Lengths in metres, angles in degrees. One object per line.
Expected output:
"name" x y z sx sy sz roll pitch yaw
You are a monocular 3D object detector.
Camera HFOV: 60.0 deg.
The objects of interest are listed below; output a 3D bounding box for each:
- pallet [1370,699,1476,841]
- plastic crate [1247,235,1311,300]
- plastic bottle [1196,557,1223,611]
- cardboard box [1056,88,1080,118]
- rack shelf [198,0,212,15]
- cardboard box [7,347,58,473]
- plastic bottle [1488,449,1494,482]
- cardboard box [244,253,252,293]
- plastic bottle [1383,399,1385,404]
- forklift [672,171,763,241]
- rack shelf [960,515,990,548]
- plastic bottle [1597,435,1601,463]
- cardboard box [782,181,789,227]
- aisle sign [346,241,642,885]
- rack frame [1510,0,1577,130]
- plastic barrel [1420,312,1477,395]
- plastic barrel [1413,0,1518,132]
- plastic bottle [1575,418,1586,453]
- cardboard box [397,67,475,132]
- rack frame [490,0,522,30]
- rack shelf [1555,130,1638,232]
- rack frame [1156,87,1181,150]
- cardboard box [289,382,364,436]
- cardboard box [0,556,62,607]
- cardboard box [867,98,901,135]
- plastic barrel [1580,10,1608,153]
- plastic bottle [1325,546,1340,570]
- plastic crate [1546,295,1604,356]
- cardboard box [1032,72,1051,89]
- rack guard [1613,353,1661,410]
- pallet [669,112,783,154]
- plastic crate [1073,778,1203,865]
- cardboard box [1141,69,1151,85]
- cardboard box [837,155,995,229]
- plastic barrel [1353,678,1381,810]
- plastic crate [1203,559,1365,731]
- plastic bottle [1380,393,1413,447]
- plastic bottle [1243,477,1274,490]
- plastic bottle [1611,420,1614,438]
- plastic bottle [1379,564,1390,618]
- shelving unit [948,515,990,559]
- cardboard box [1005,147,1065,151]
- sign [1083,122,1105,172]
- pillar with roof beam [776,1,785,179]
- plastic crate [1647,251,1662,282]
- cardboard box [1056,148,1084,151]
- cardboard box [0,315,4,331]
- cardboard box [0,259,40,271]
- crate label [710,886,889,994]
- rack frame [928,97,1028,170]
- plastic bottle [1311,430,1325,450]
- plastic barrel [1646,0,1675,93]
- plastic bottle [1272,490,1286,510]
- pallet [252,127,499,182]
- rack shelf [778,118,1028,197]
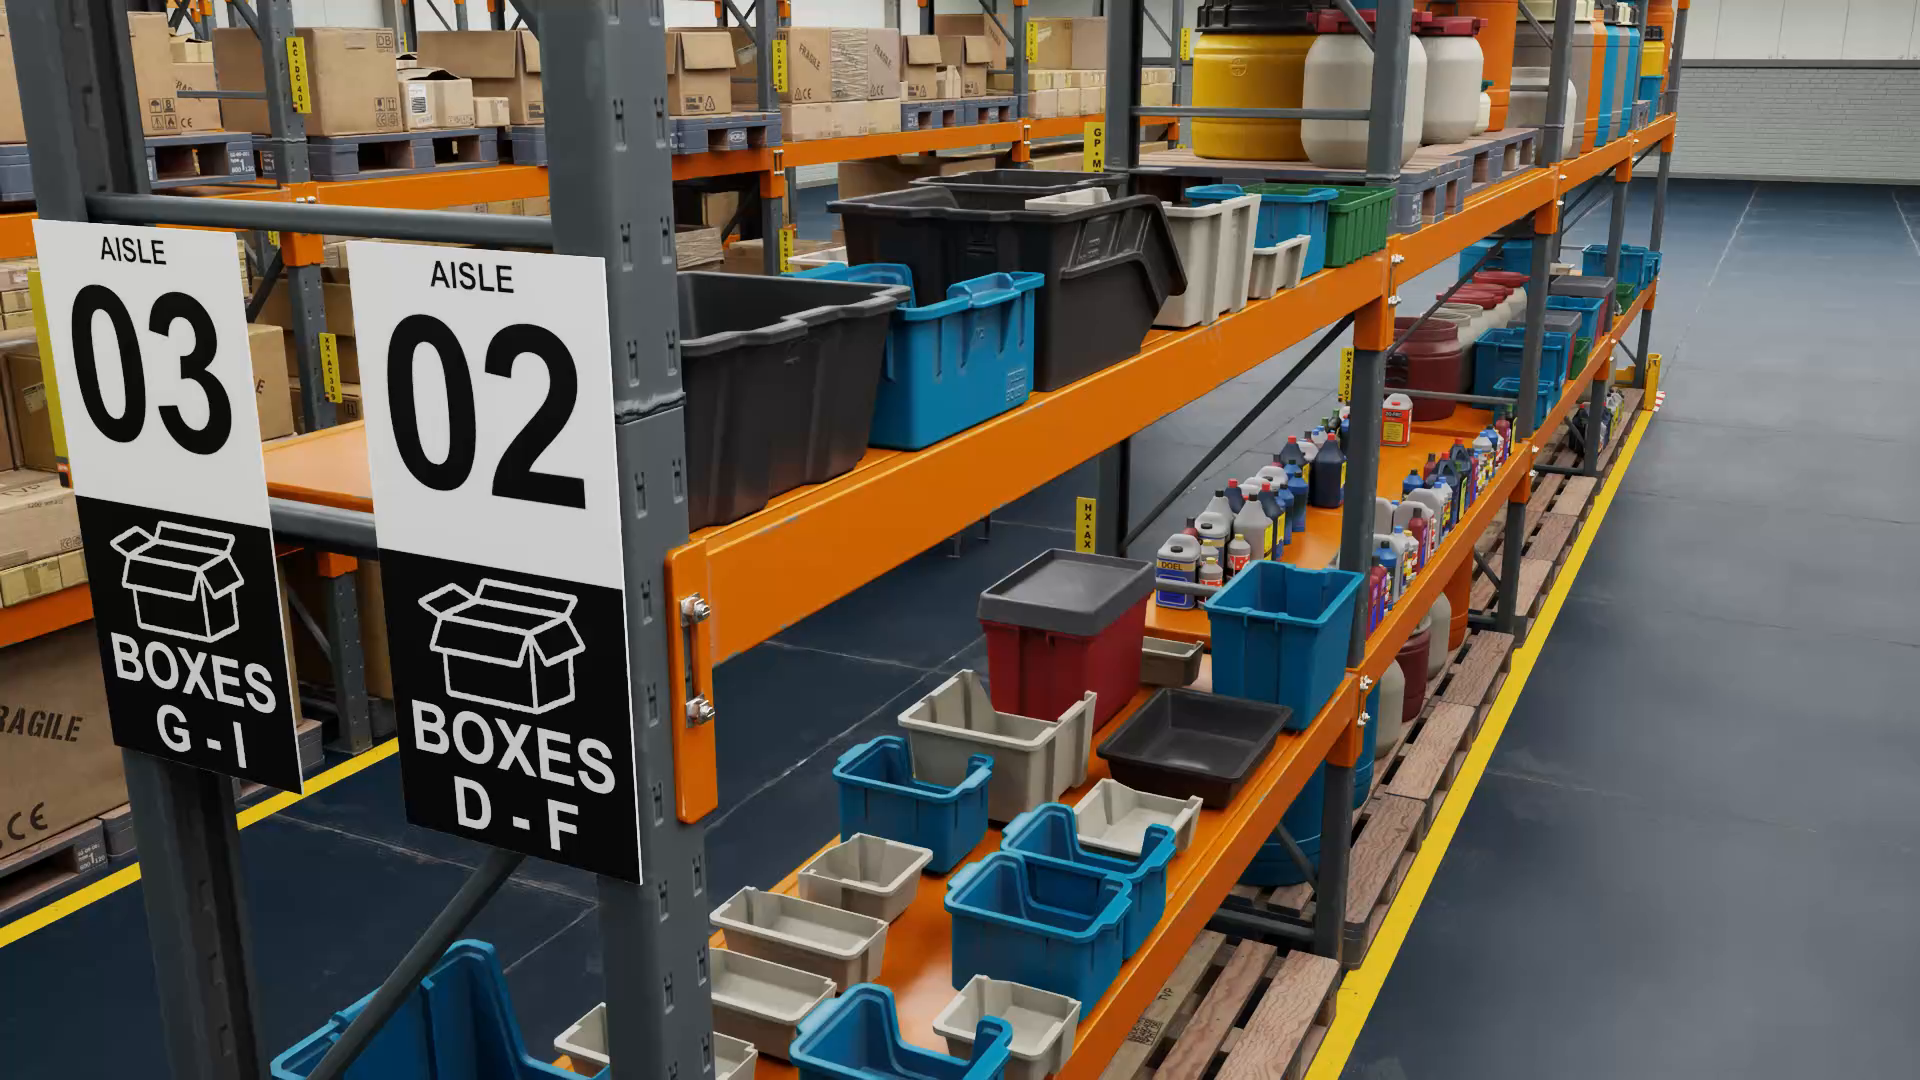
"pallet" 1.901 1.038 8.157 1.003 0.211 1.213 8 18 25
"plastic crate" 0.747 -0.734 4.423 0.293 0.136 0.466 8 18 25
"plastic bottle" 0.981 0.170 6.533 0.097 0.201 0.097 0 17 0
"cardboard box" 0.780 -4.046 15.375 0.500 0.250 0.500 8 18 25
"rack shelf" -9.641 -5.554 16.883 1.077 0.370 4.000 8 18 25
"cardboard box" -3.650 -0.577 7.123 0.500 0.500 0.500 8 18 26
"plastic bottle" 2.661 -0.401 8.456 0.097 0.201 0.097 0 17 0
"cardboard box" -6.100 -2.298 14.316 0.500 0.500 0.500 8 18 25
"plastic bottle" 2.279 -0.685 9.282 0.152 0.276 0.135 8 18 25
"forklift" -2.230 -2.038 13.738 1.130 2.935 3.031 8 18 24
"rack shelf" -0.074 -0.280 11.787 0.431 0.518 0.480 8 18 25
"plastic bottle" 5.084 -0.761 13.338 0.097 0.271 0.097 0 17 0
"cardboard box" -2.612 -4.110 20.331 0.875 0.550 0.550 8 18 25
"aisle sign" -0.579 0.034 2.077 0.394 0.787 0.004 8 18 25
"rack frame" 2.762 -3.690 8.642 1.000 3.000 0.127 8 18 25
"plastic barrel" 3.030 -1.157 10.454 0.421 0.512 0.421 0 17 0
"plastic barrel" 2.506 -2.515 8.463 0.600 0.830 0.708 8 18 25
"plastic bottle" 5.108 -0.866 13.671 0.061 0.283 0.133 8 18 25
"cardboard box" -2.886 -2.290 8.616 0.500 0.311 0.500 7 18 23
"rack frame" -4.274 -5.996 16.406 1.000 3.000 0.127 8 18 25
"rack shelf" 3.656 -2.416 10.887 1.077 0.370 4.000 8 18 25
"rack frame" 1.906 -3.482 18.479 1.000 3.000 0.127 8 18 25
"cardboard box" -3.027 -0.559 8.461 0.500 0.500 0.500 8 18 26
"cardboard box" -3.874 0.142 6.720 0.380 0.149 0.250 8 18 24
"cardboard box" -0.781 -3.160 12.391 0.500 0.250 0.500 9 19 27
"plastic barrel" 3.615 -2.806 10.181 0.600 0.830 0.708 8 18 25
"plastic bottle" 1.440 0.170 6.271 0.144 0.351 0.185 8 18 25
"plastic crate" 4.335 -1.505 11.850 0.392 0.384 0.575 8 18 25
"cardboard box" 0.597 -4.140 14.990 0.380 0.149 0.250 7 18 23
"rack guard" 6.345 -1.628 16.628 1.175 0.500 0.348 8 18 25
"pallet" -1.909 -2.621 10.643 1.213 0.211 1.003 9 19 28
"plastic crate" 0.465 0.784 4.473 0.293 0.136 0.466 8 18 25
"cardboard box" 1.724 -4.727 16.965 0.380 0.149 0.250 8 18 26
"cardboard box" -0.362 -2.767 14.282 1.000 1.000 1.000 8 18 26
"plastic barrel" 1.549 0.693 7.372 0.600 0.901 0.708 8 18 25
"plastic crate" 1.071 0.346 5.513 0.392 0.384 0.575 8 18 25
"plastic bottle" 2.415 -0.666 9.216 0.152 0.276 0.135 8 18 25
"plastic bottle" 1.310 -0.133 7.422 0.152 0.276 0.135 8 18 25
"plastic bottle" 5.513 -0.972 14.172 0.097 0.201 0.097 0 17 0
"plastic bottle" 1.615 0.195 6.447 0.097 0.201 0.097 0 17 0
"shelving unit" -0.074 -0.964 11.583 0.431 2.100 0.503 8 18 25
"cardboard box" 0.746 -3.664 16.638 0.500 0.500 0.500 8 18 25
"sign" 0.483 -1.308 5.875 0.100 0.325 0.005 8 18 25
"pillar with roof beam" -0.625 -12.224 37.374 9.100 9.000 0.400 8 18 25
"plastic crate" 6.381 -2.615 15.821 0.499 0.251 0.616 8 18 25
"cardboard box" 1.206 -3.599 16.418 0.500 0.500 0.500 8 18 25
"cardboard box" -6.801 -1.468 11.402 0.380 0.149 0.250 7 18 23
"cardboard box" -6.567 -1.889 11.773 0.380 0.149 0.250 9 19 27
"crate label" -0.365 0.945 3.933 0.396 0.136 0.243 8 18 25
"rack frame" 0.118 -2.463 15.048 1.000 3.000 0.127 8 18 25
"plastic bottle" 1.790 -0.422 8.402 0.097 0.271 0.097 0 17 0
"plastic barrel" 6.233 -4.557 15.338 0.600 0.830 0.708 8 18 25
"plastic bottle" 1.370 -0.085 7.269 0.097 0.271 0.097 0 17 0
"pallet" -3.091 -2.011 8.595 0.805 0.209 1.217 7 18 23
"rack shelf" -0.775 -3.047 13.009 1.077 0.370 4.000 8 18 25
